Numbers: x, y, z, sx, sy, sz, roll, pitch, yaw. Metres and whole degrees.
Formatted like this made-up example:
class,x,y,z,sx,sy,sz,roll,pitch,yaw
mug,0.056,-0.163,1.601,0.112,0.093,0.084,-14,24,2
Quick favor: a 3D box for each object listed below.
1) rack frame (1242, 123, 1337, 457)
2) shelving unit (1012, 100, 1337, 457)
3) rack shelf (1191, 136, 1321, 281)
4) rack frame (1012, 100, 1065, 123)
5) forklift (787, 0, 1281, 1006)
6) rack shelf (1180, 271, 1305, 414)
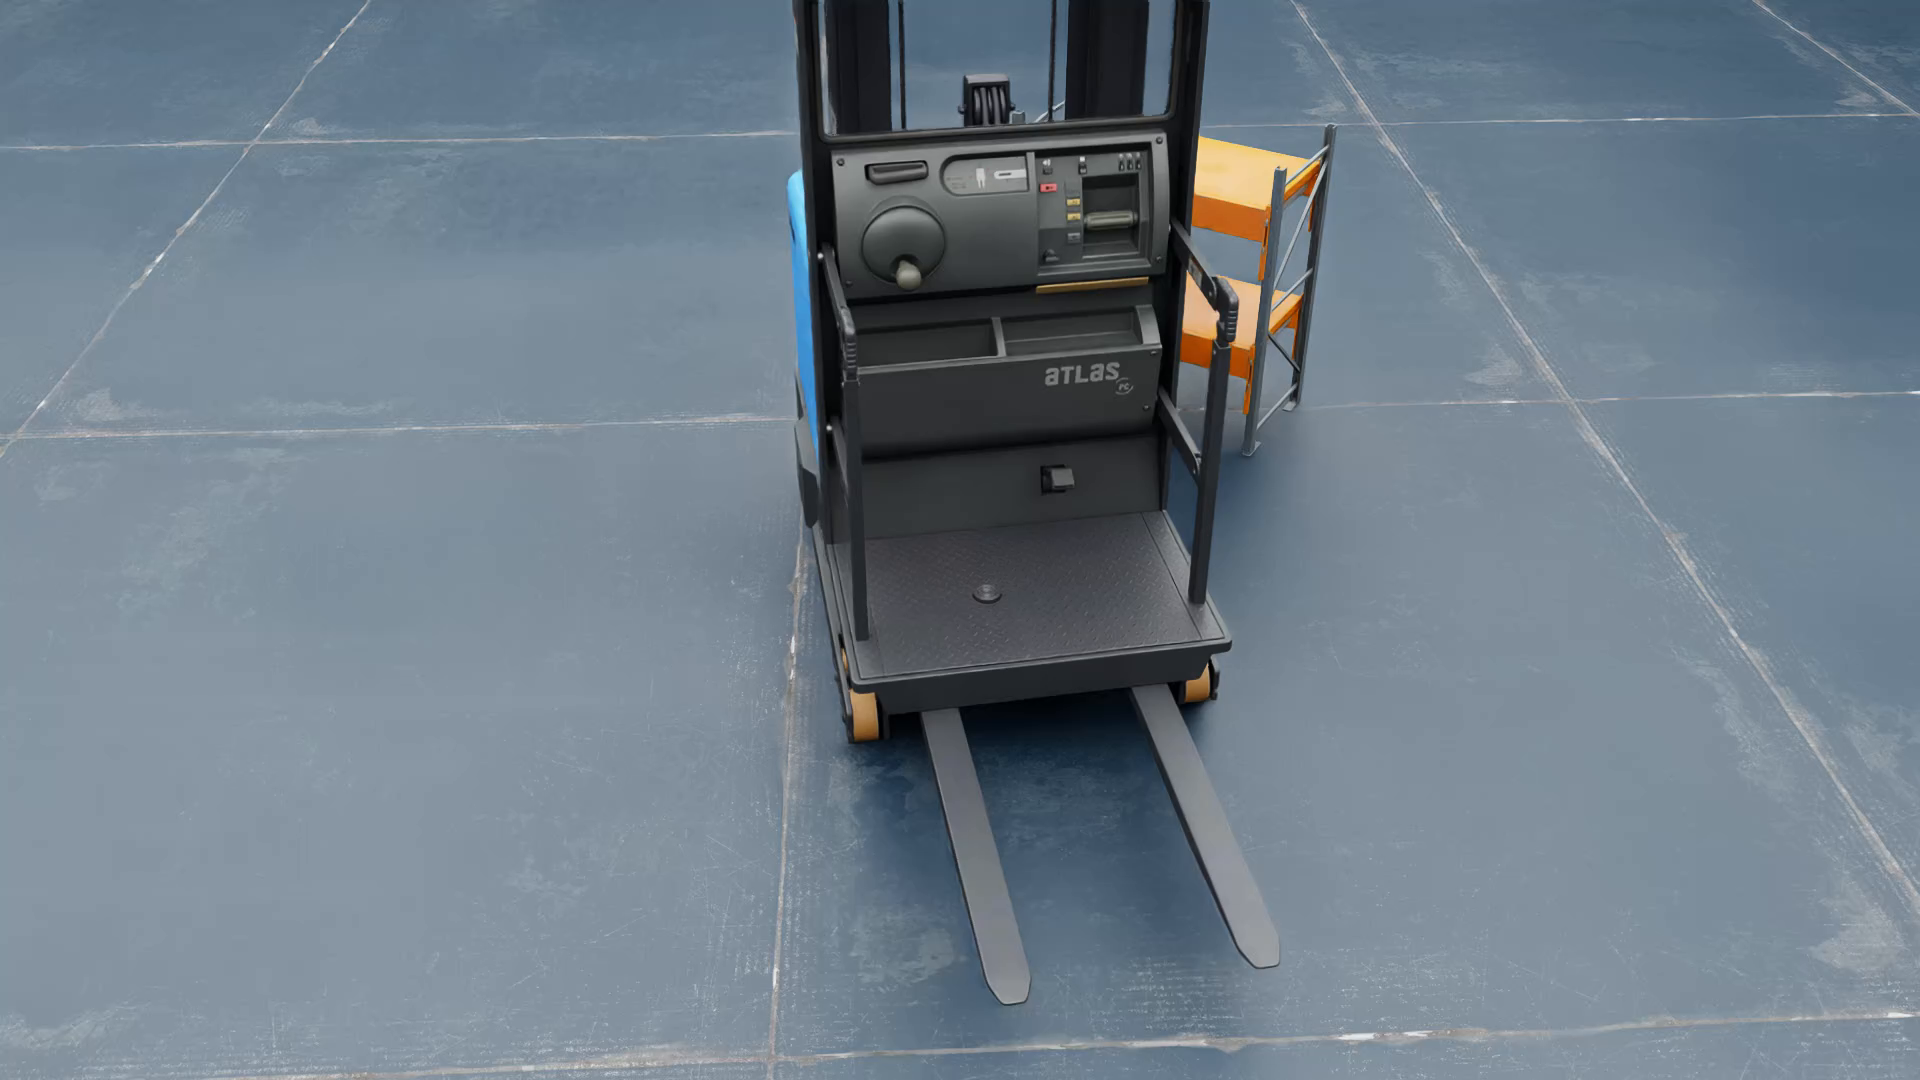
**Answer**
class,x,y,z,sx,sy,sz,roll,pitch,yaw
rack frame,1.197,-0.896,6.057,0.032,1.125,0.500,19,39,26
shelving unit,0.764,-1.049,6.277,1.048,1.125,0.538,19,39,26
rack shelf,0.764,-1.289,6.110,1.000,0.278,0.538,19,39,26
rack frame,0.332,-1.201,6.497,0.032,1.125,0.500,19,39,26
forklift,0.158,-0.836,4.383,1.130,2.935,3.031,-6,35,-8
rack shelf,0.764,-0.848,6.416,1.000,0.278,0.538,19,39,26
